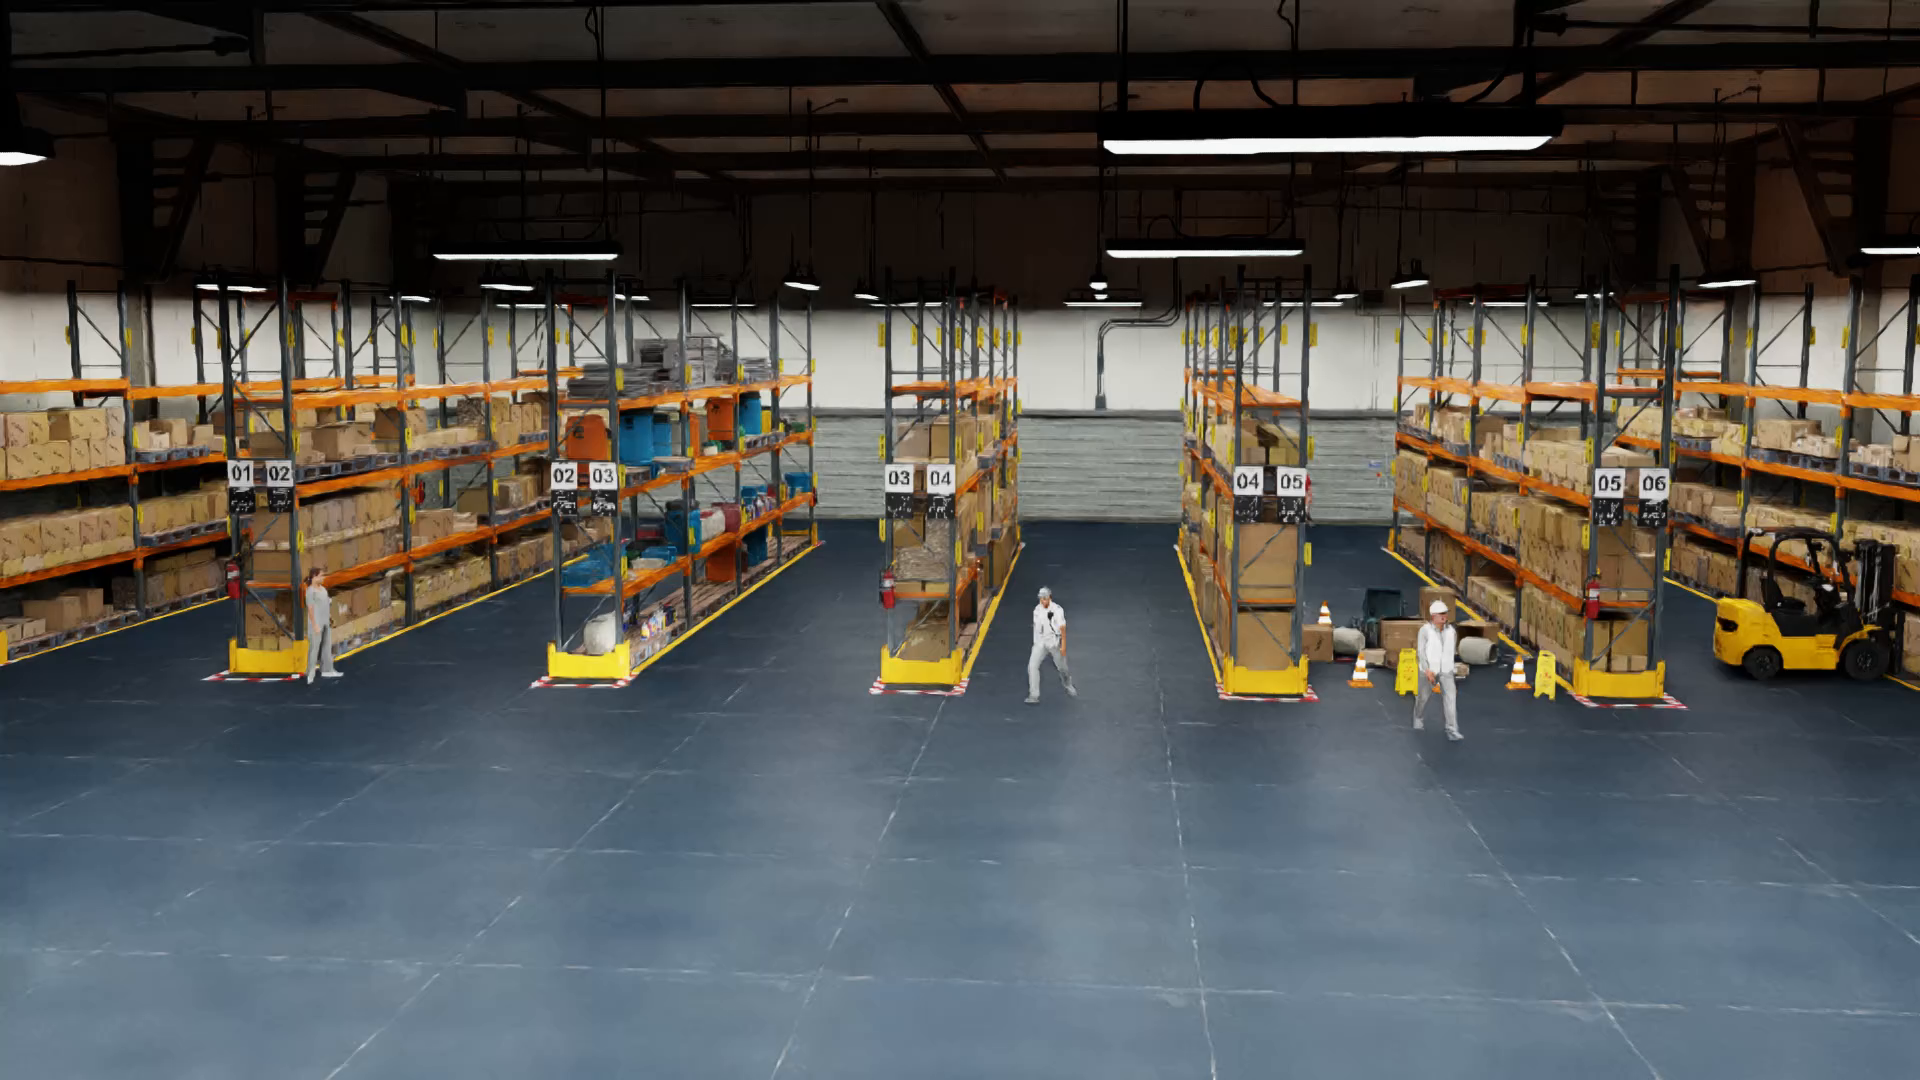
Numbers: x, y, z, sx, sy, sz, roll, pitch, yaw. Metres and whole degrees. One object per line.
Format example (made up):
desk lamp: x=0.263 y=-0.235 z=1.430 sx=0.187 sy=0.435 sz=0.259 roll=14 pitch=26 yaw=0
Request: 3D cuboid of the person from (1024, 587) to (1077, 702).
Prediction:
person: x=1.264 y=1.421 z=22.989 sx=0.534 sy=1.598 sz=0.933 roll=3 pitch=8 yaw=26

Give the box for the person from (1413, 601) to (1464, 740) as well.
person: x=5.984 y=1.614 z=20.886 sx=0.538 sy=1.715 sz=1.026 roll=0 pitch=7 yaw=-3

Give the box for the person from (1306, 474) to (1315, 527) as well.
person: x=8.984 y=-1.132 z=43.538 sx=0.599 sy=1.716 sz=0.552 roll=6 pitch=9 yaw=42

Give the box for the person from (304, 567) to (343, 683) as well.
person: x=-9.332 y=1.217 z=24.233 sx=0.386 sy=1.679 sz=0.625 roll=1 pitch=7 yaw=11
